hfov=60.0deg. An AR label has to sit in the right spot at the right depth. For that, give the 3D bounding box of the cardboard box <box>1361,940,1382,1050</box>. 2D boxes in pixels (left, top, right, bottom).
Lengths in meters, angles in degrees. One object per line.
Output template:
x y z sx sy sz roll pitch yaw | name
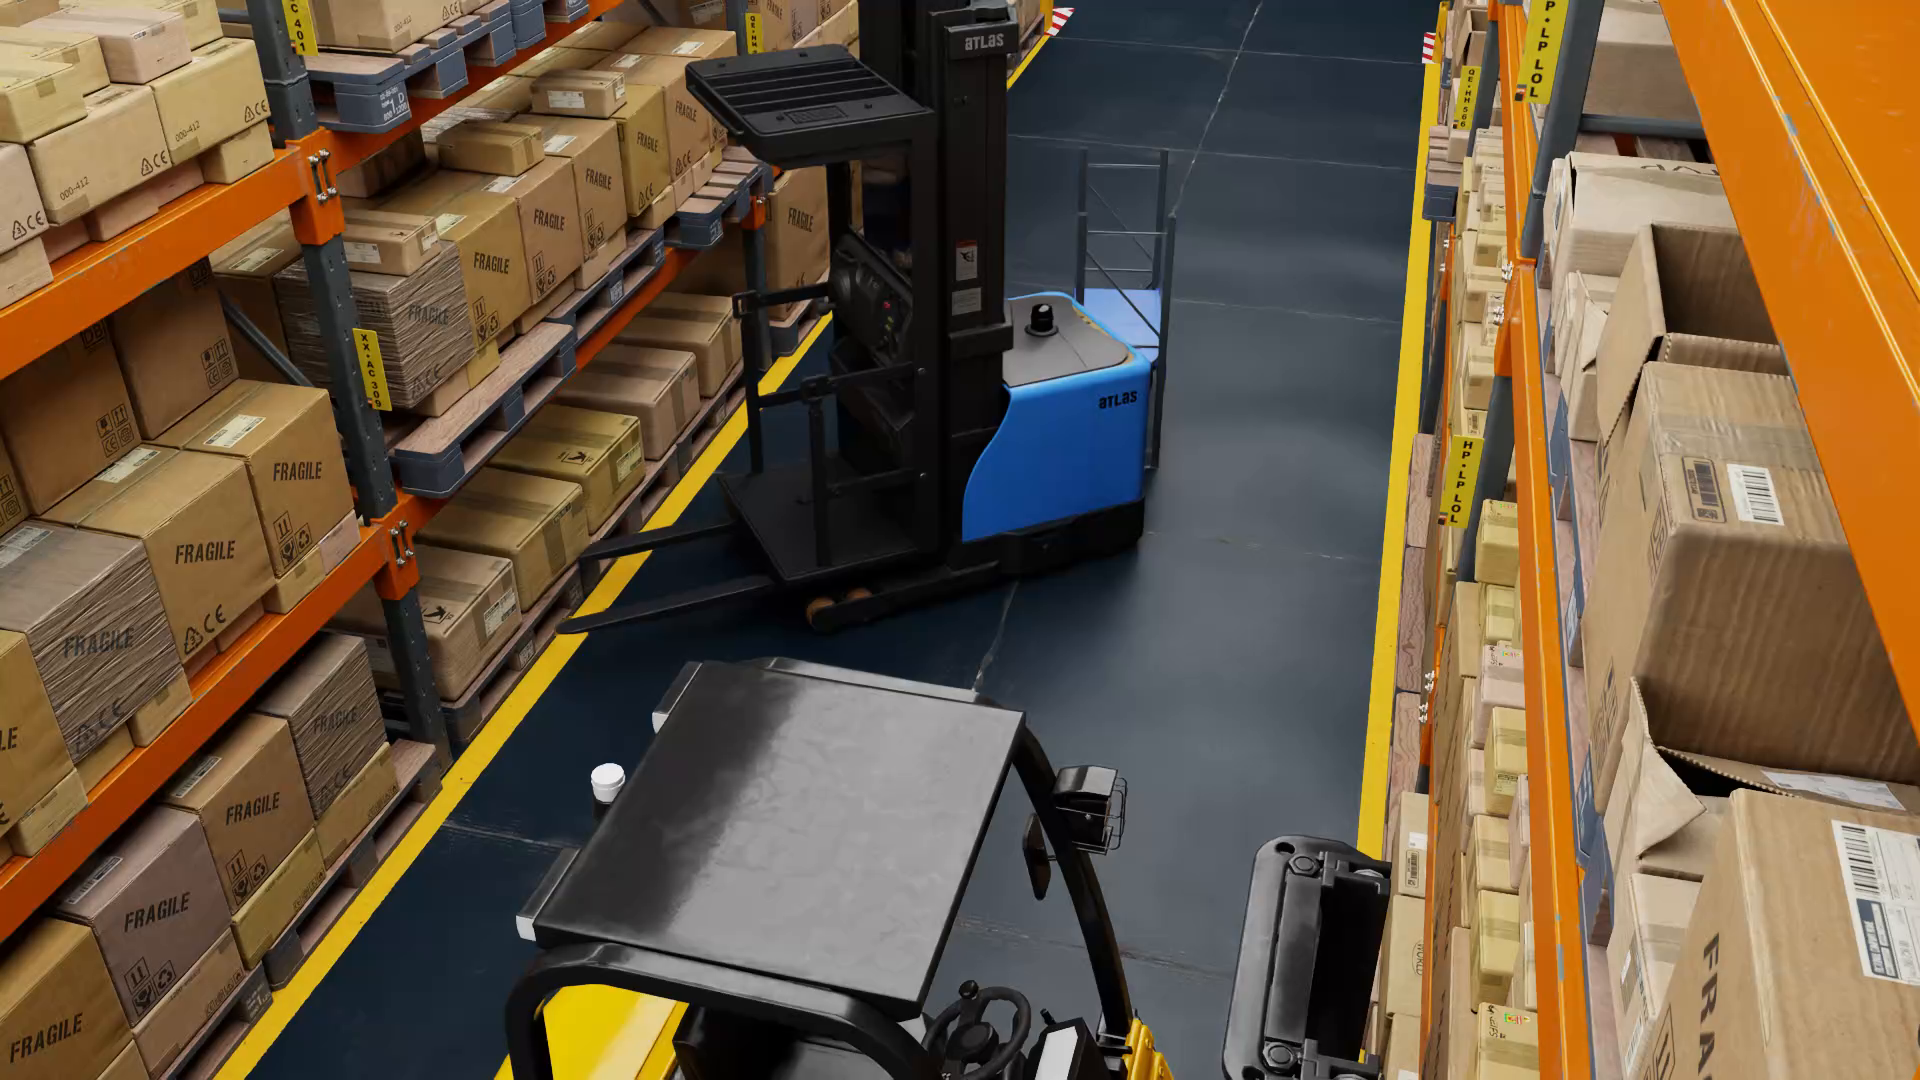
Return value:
1.663 1.532 5.715 0.500 0.250 0.500 8 33 13 | cardboard box

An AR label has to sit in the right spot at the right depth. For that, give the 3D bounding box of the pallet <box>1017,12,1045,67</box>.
0.222 -4.955 16.348 1.003 0.211 1.213 8 33 12 | pallet

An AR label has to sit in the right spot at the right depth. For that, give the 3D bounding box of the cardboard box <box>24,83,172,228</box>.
-2.675 -1.131 4.799 0.500 0.250 0.500 7 33 12 | cardboard box

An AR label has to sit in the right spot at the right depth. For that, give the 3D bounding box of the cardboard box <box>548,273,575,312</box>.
-2.010 -1.187 7.665 0.380 0.149 0.250 8 33 13 | cardboard box

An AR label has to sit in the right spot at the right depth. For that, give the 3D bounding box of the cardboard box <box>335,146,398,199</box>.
-2.635 -1.579 7.072 0.380 0.149 0.250 7 33 11 | cardboard box

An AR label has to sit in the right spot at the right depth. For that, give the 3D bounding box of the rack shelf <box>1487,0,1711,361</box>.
2.613 -1.657 6.435 1.077 0.370 4.000 8 33 12 | rack shelf

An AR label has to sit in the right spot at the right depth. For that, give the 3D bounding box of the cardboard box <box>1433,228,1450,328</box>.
3.288 -1.634 10.463 0.500 0.500 0.500 9 34 14 | cardboard box

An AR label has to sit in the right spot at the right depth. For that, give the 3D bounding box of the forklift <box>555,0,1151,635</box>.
-0.607 -1.113 7.769 3.031 2.935 1.130 -14 35 -20 | forklift

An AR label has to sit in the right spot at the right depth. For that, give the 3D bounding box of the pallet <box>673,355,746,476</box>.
-1.881 -0.824 9.850 1.003 0.211 1.213 8 33 12 | pallet

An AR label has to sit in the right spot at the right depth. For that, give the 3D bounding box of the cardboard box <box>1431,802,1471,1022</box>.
1.497 1.031 4.239 0.500 0.500 0.500 8 33 12 | cardboard box

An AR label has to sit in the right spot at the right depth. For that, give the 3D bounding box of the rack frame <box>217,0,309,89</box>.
-2.696 -2.862 4.865 1.000 3.000 0.127 8 33 12 | rack frame

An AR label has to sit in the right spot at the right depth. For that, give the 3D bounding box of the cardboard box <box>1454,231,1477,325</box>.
2.493 -1.154 7.444 0.500 0.250 0.500 7 33 11 | cardboard box

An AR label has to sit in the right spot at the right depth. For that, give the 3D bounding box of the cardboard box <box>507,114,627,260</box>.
-1.915 -1.663 7.808 0.500 0.500 0.500 7 33 10 | cardboard box

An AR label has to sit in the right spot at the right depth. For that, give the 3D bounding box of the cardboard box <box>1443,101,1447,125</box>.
4.084 -3.346 13.374 0.396 0.266 0.258 9 34 14 | cardboard box

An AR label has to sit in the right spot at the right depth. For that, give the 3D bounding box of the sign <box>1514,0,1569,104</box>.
1.578 -1.343 4.495 0.100 0.325 0.005 8 33 12 | sign

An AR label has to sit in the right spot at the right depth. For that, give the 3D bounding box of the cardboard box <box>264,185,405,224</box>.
-2.677 -1.204 7.086 0.500 0.500 0.500 8 33 13 | cardboard box

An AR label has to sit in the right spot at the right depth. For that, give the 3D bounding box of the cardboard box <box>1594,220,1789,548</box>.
1.509 -0.189 2.875 0.797 0.503 0.637 9 34 14 | cardboard box

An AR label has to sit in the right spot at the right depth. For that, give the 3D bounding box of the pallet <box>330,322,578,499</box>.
-2.362 -0.627 7.118 1.003 0.211 1.213 8 33 12 | pallet

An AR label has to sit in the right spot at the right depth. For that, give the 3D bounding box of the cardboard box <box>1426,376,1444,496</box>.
2.949 -0.586 8.698 0.875 0.625 0.625 9 34 14 | cardboard box

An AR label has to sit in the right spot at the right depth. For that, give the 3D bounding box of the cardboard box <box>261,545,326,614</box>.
-2.540 0.114 6.009 0.380 0.149 0.250 9 33 13 | cardboard box

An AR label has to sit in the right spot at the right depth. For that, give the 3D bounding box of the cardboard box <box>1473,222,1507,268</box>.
2.438 -1.252 7.226 0.380 0.149 0.250 9 33 13 | cardboard box

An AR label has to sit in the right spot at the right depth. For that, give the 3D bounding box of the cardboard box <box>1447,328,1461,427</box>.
2.382 -0.675 7.155 0.500 0.250 0.500 9 34 14 | cardboard box

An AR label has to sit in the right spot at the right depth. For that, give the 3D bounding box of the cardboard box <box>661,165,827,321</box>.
-1.426 -2.034 10.743 0.875 0.875 0.875 8 33 12 | cardboard box

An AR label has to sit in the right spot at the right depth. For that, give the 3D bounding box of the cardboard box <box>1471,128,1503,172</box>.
2.755 -1.923 8.281 0.380 0.149 0.250 9 34 14 | cardboard box

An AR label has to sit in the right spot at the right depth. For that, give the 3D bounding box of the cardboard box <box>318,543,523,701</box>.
-2.566 0.328 7.495 0.950 0.372 0.625 8 33 13 | cardboard box

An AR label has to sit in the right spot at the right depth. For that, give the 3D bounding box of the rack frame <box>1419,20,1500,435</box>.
3.121 -1.733 8.679 1.000 3.000 0.127 8 33 12 | rack frame

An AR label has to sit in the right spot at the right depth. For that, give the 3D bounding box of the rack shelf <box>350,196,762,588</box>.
-2.189 -1.065 8.300 1.077 0.370 4.000 8 33 12 | rack shelf

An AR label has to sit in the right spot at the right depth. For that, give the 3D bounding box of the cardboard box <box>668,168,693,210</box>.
-1.627 -1.860 8.723 0.380 0.149 0.250 6 33 10 | cardboard box

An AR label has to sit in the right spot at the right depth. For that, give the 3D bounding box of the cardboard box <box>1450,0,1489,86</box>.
3.466 -3.131 10.395 0.700 0.500 0.500 8 33 12 | cardboard box

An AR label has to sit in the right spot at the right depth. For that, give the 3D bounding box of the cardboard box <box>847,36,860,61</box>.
-0.940 -3.360 11.379 0.500 0.250 0.500 8 33 12 | cardboard box

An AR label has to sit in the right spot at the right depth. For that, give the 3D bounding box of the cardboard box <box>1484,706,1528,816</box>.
1.498 0.566 4.088 0.380 0.149 0.250 8 33 12 | cardboard box

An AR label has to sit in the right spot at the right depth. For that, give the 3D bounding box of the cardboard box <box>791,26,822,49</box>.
-1.182 -3.052 10.428 0.500 0.250 0.500 9 33 14 | cardboard box

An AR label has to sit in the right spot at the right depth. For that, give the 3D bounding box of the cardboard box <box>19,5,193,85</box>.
-2.558 -1.488 4.989 0.380 0.149 0.250 7 33 11 | cardboard box

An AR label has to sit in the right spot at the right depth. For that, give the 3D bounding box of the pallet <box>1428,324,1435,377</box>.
3.347 -0.938 10.029 1.003 0.211 1.213 8 33 12 | pallet

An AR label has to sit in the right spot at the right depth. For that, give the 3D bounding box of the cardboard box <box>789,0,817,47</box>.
-1.203 -3.352 10.202 0.500 0.500 0.500 8 33 13 | cardboard box

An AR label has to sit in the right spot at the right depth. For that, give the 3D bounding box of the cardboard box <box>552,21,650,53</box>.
-2.019 -2.549 9.202 0.500 0.500 0.500 7 33 11 | cardboard box

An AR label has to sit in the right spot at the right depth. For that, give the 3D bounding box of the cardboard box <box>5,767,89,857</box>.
-2.862 0.778 4.964 0.380 0.149 0.250 8 33 13 | cardboard box

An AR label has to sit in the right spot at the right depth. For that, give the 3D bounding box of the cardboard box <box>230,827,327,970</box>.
-2.712 1.273 6.122 0.500 0.250 0.500 7 33 11 | cardboard box

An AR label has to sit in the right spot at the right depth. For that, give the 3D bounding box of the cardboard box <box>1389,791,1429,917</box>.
1.679 1.113 5.443 0.500 0.250 0.500 8 33 12 | cardboard box

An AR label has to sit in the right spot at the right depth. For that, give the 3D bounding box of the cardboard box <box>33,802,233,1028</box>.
-2.843 1.209 5.525 0.500 0.500 0.500 10 34 15 | cardboard box

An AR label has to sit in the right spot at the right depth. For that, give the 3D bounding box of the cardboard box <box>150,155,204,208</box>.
-2.631 -1.166 5.227 0.380 0.149 0.250 8 33 13 | cardboard box

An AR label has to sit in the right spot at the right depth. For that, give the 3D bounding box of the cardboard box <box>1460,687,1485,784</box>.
1.533 0.548 4.394 0.380 0.149 0.250 9 33 13 | cardboard box

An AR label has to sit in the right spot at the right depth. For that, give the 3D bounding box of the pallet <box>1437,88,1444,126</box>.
4.619 -3.623 14.252 1.003 0.211 1.213 8 33 12 | pallet

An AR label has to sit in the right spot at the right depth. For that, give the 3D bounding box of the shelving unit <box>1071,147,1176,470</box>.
0.901 -1.320 9.428 0.538 1.500 1.048 2 33 3 | shelving unit

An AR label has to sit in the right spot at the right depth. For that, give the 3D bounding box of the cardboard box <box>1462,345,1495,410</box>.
2.077 -0.591 6.186 0.380 0.149 0.250 7 33 11 | cardboard box

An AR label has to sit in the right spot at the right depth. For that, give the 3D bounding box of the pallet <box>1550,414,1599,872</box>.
1.603 0.192 2.939 1.003 0.211 1.213 8 33 12 | pallet

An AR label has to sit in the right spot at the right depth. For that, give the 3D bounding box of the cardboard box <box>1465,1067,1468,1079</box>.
1.209 1.216 3.344 0.380 0.149 0.250 8 33 13 | cardboard box

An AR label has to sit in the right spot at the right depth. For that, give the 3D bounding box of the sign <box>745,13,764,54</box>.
-1.154 -2.793 9.342 0.100 0.325 0.005 8 33 12 | sign

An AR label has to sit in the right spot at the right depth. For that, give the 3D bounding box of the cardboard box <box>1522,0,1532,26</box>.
2.248 -1.912 5.764 0.500 0.311 0.500 7 33 11 | cardboard box

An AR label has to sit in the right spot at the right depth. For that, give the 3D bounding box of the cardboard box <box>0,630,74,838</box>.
-2.945 0.570 4.686 0.500 0.500 0.500 7 33 11 | cardboard box
